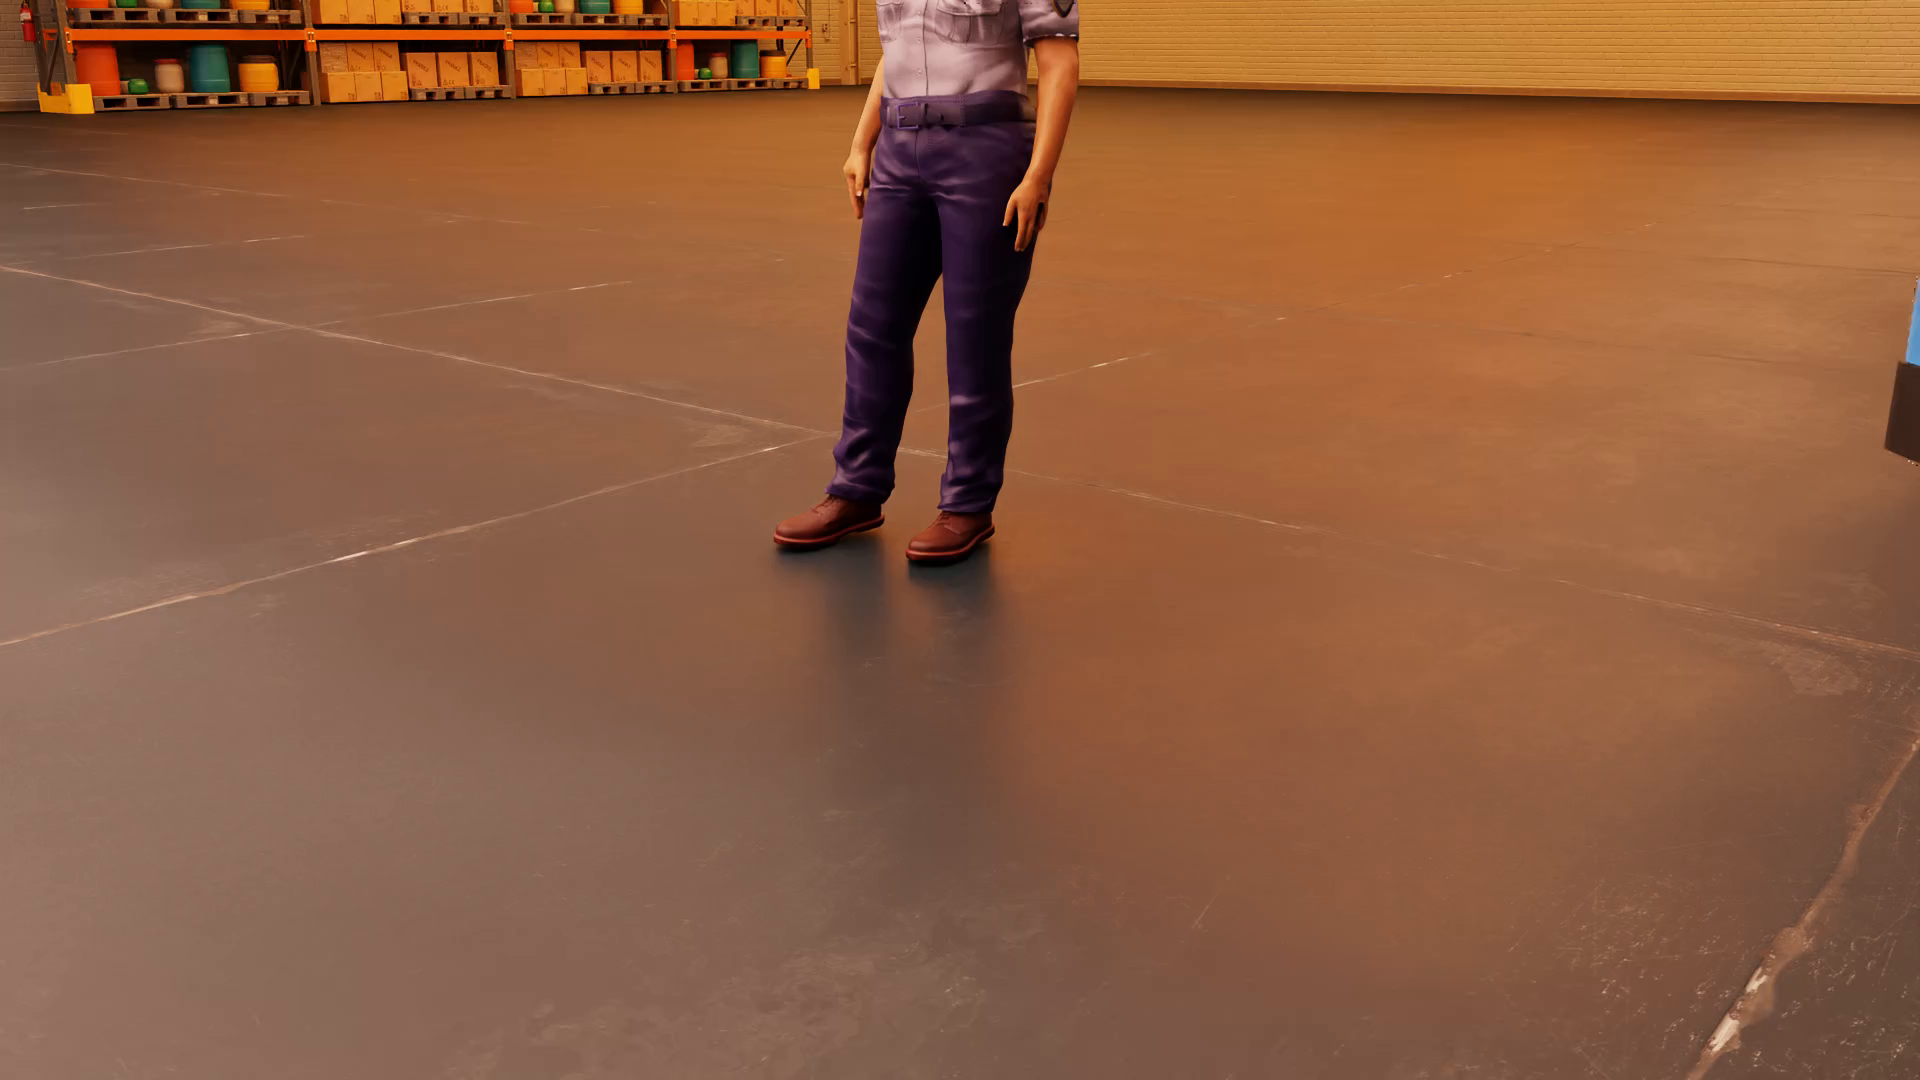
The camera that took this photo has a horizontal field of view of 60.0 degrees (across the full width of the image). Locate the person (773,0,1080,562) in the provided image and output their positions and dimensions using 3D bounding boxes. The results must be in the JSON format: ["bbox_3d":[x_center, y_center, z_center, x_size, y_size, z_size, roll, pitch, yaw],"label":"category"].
[{"bbox_3d":[-0.074,-0.780,3.648,0.599,1.650,0.503,13,21,37],"label":"person"}]

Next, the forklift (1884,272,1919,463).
[{"bbox_3d":[4.037,-1.470,3.738,3.031,2.935,1.130,-1,17,-2],"label":"forklift"}]
